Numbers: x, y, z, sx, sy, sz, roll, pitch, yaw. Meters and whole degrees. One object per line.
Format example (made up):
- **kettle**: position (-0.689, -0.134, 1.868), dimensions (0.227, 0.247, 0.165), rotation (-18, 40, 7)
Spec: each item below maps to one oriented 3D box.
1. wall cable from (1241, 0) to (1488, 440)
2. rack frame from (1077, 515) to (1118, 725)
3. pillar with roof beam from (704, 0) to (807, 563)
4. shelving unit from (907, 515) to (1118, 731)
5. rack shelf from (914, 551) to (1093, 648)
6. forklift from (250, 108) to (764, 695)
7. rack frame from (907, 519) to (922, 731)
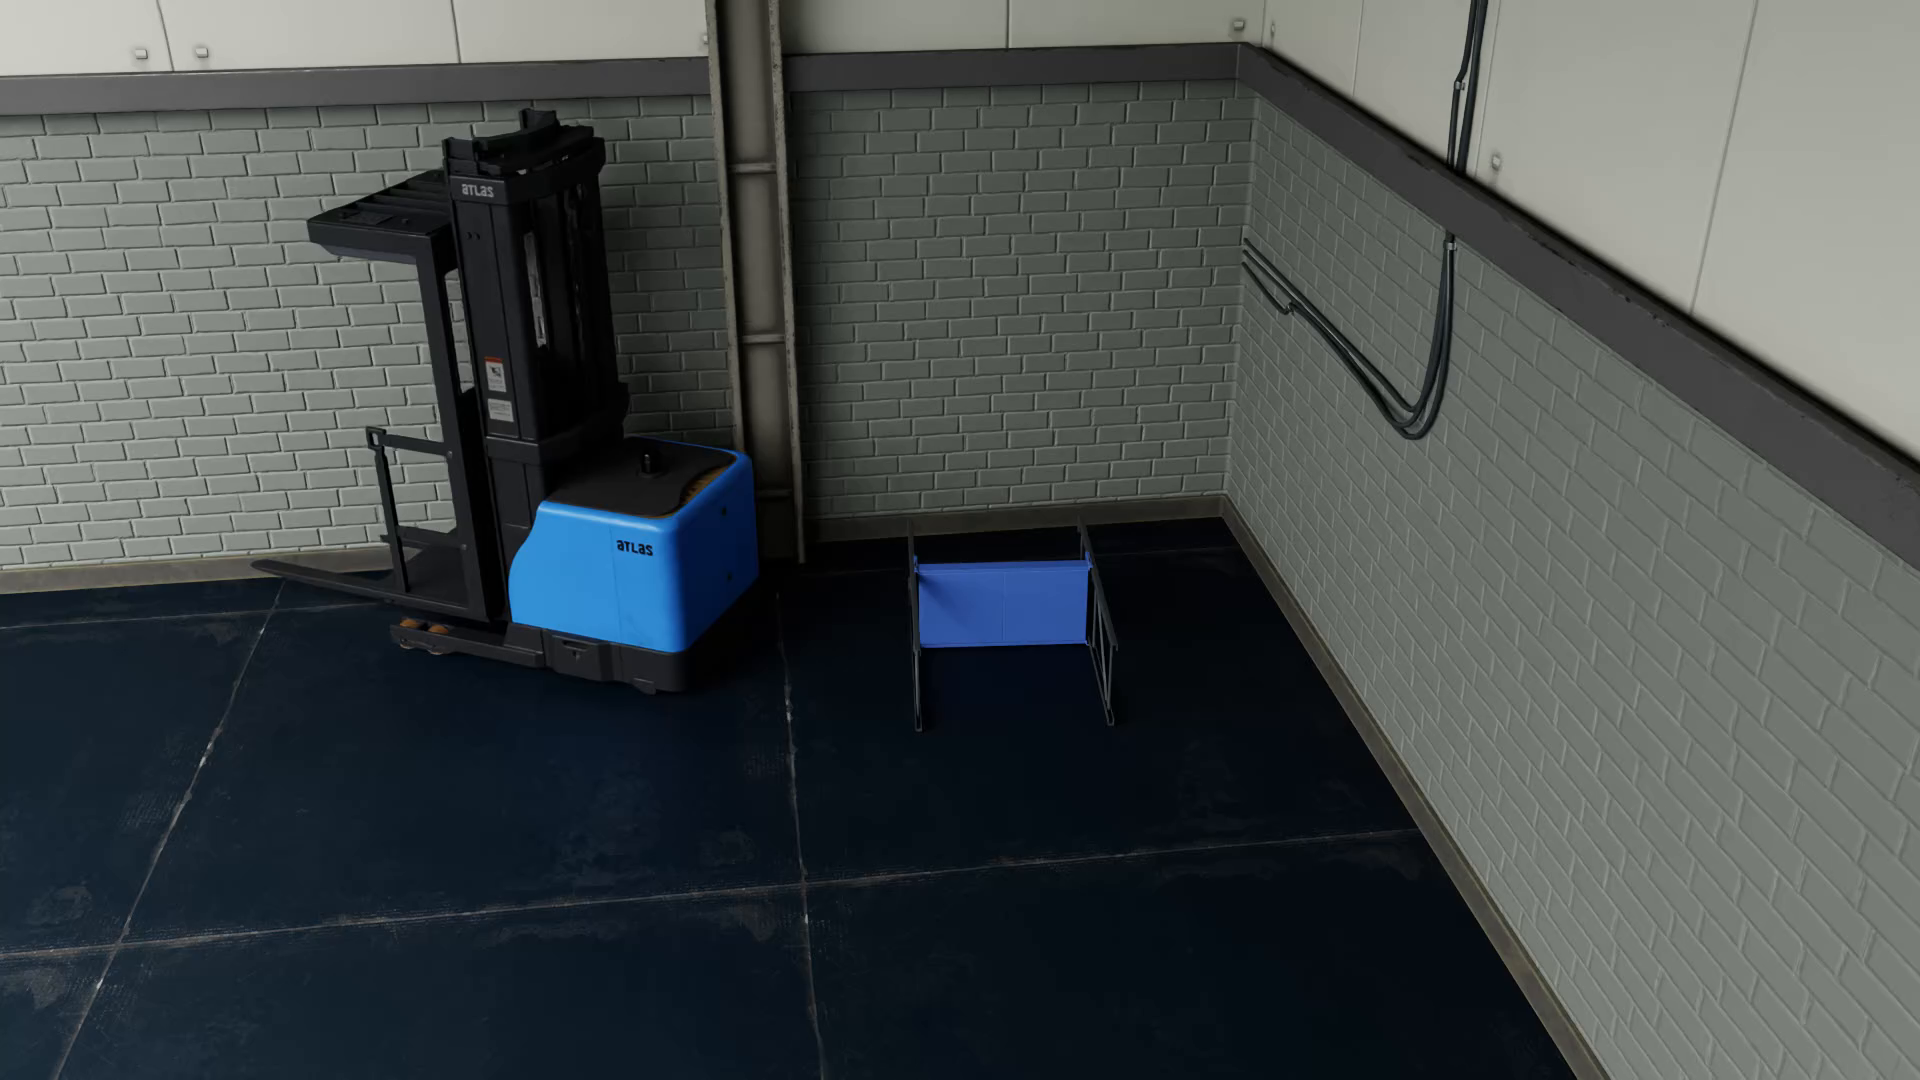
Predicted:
- **wall cable**: position (1.916, -2.126, 8.437), dimensions (0.112, 2.526, 3.097), rotation (-4, 27, -7)
- **rack frame**: position (0.758, 0.417, 9.349), dimensions (0.032, 0.500, 1.500), rotation (-1, 27, -3)
- **pillar with roof beam**: position (-0.586, -1.972, 4.736), dimensions (0.400, 9.000, 9.100), rotation (-4, 27, -7)
- **shelving unit**: position (0.250, 0.429, 9.324), dimensions (1.048, 0.538, 1.500), rotation (-1, 27, -3)
- **rack shelf**: position (0.241, 0.347, 9.484), dimensions (1.000, 0.538, 0.185), rotation (-1, 27, -3)
- **forklift**: position (-2.724, -0.864, 9.223), dimensions (3.031, 2.935, 1.130), rotation (9, 29, 18)
- **rack frame**: position (-0.257, 0.442, 9.300), dimensions (0.032, 0.500, 1.500), rotation (-1, 27, -3)
